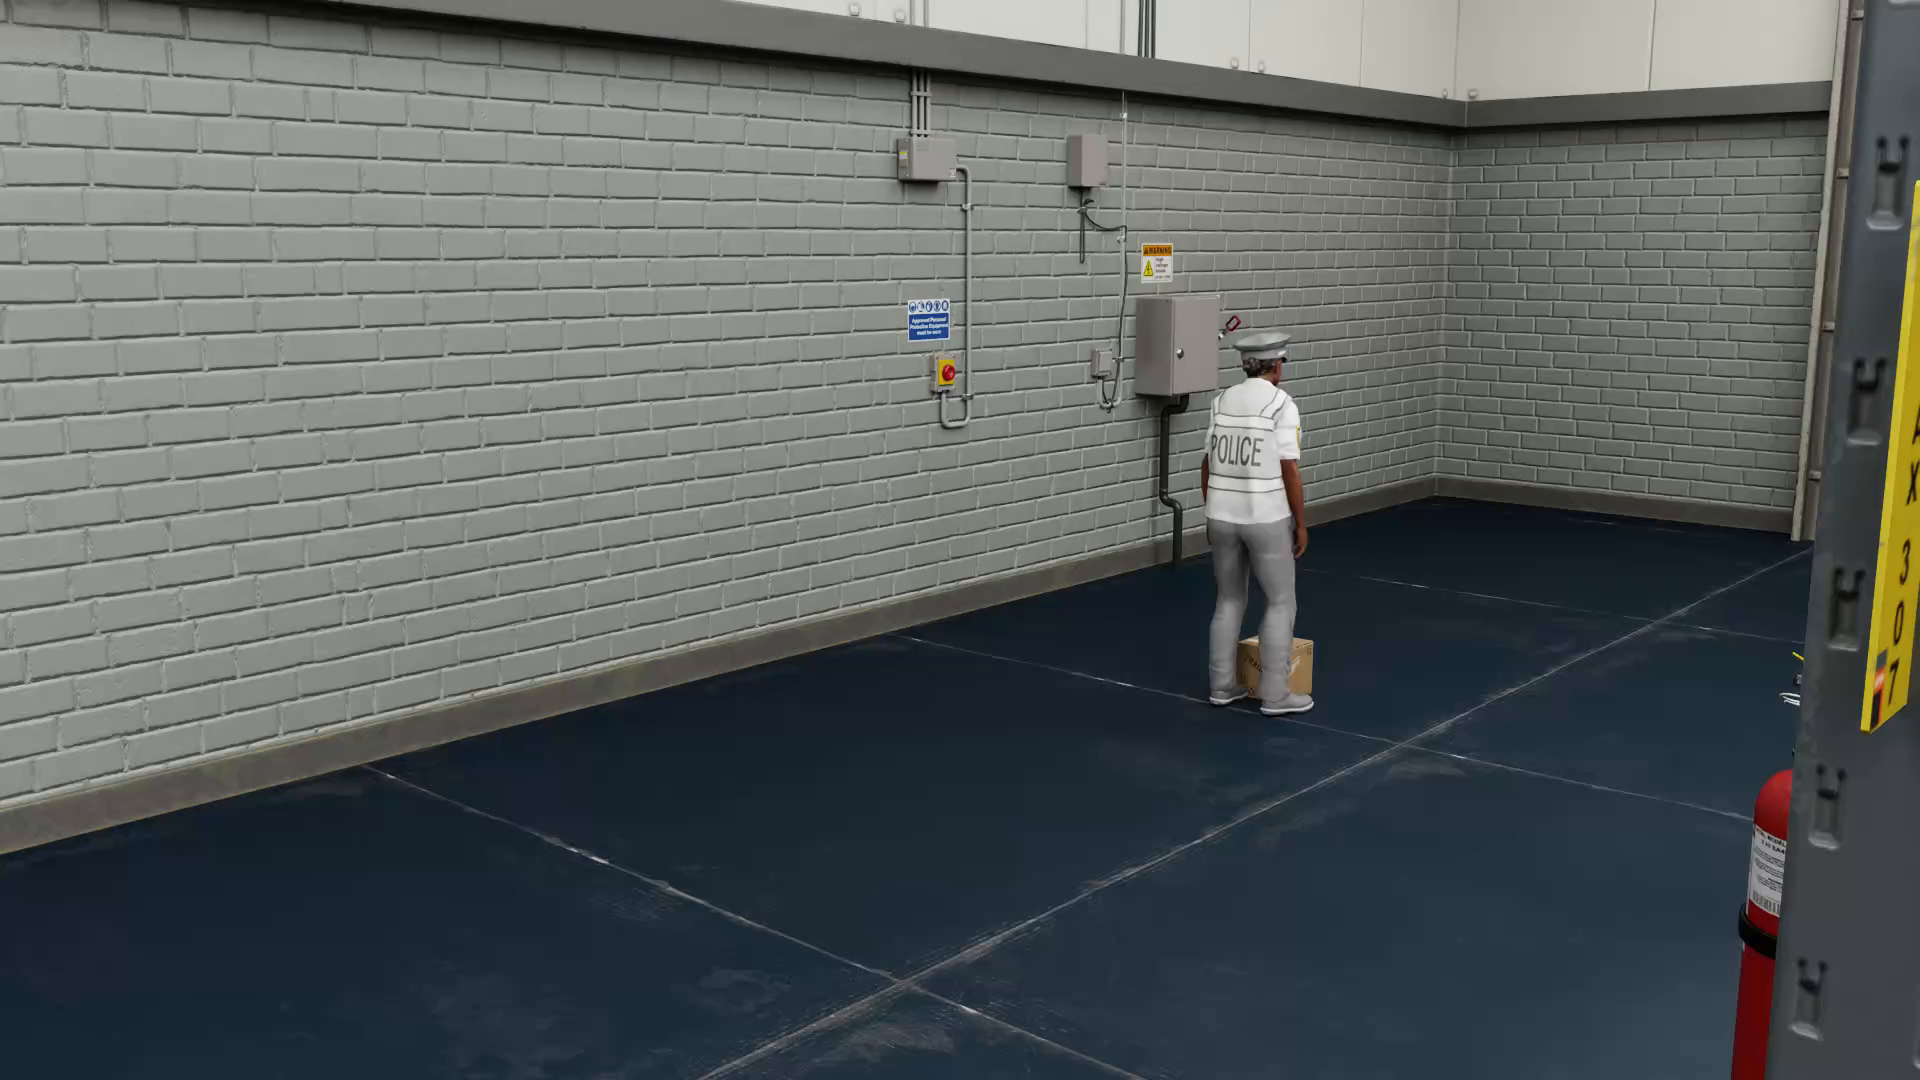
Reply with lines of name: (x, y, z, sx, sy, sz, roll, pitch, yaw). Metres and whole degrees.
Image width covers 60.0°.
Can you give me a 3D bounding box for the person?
person: (1.300, -0.073, 7.321, 0.515, 1.657, 0.400, 9, 13, 40)
